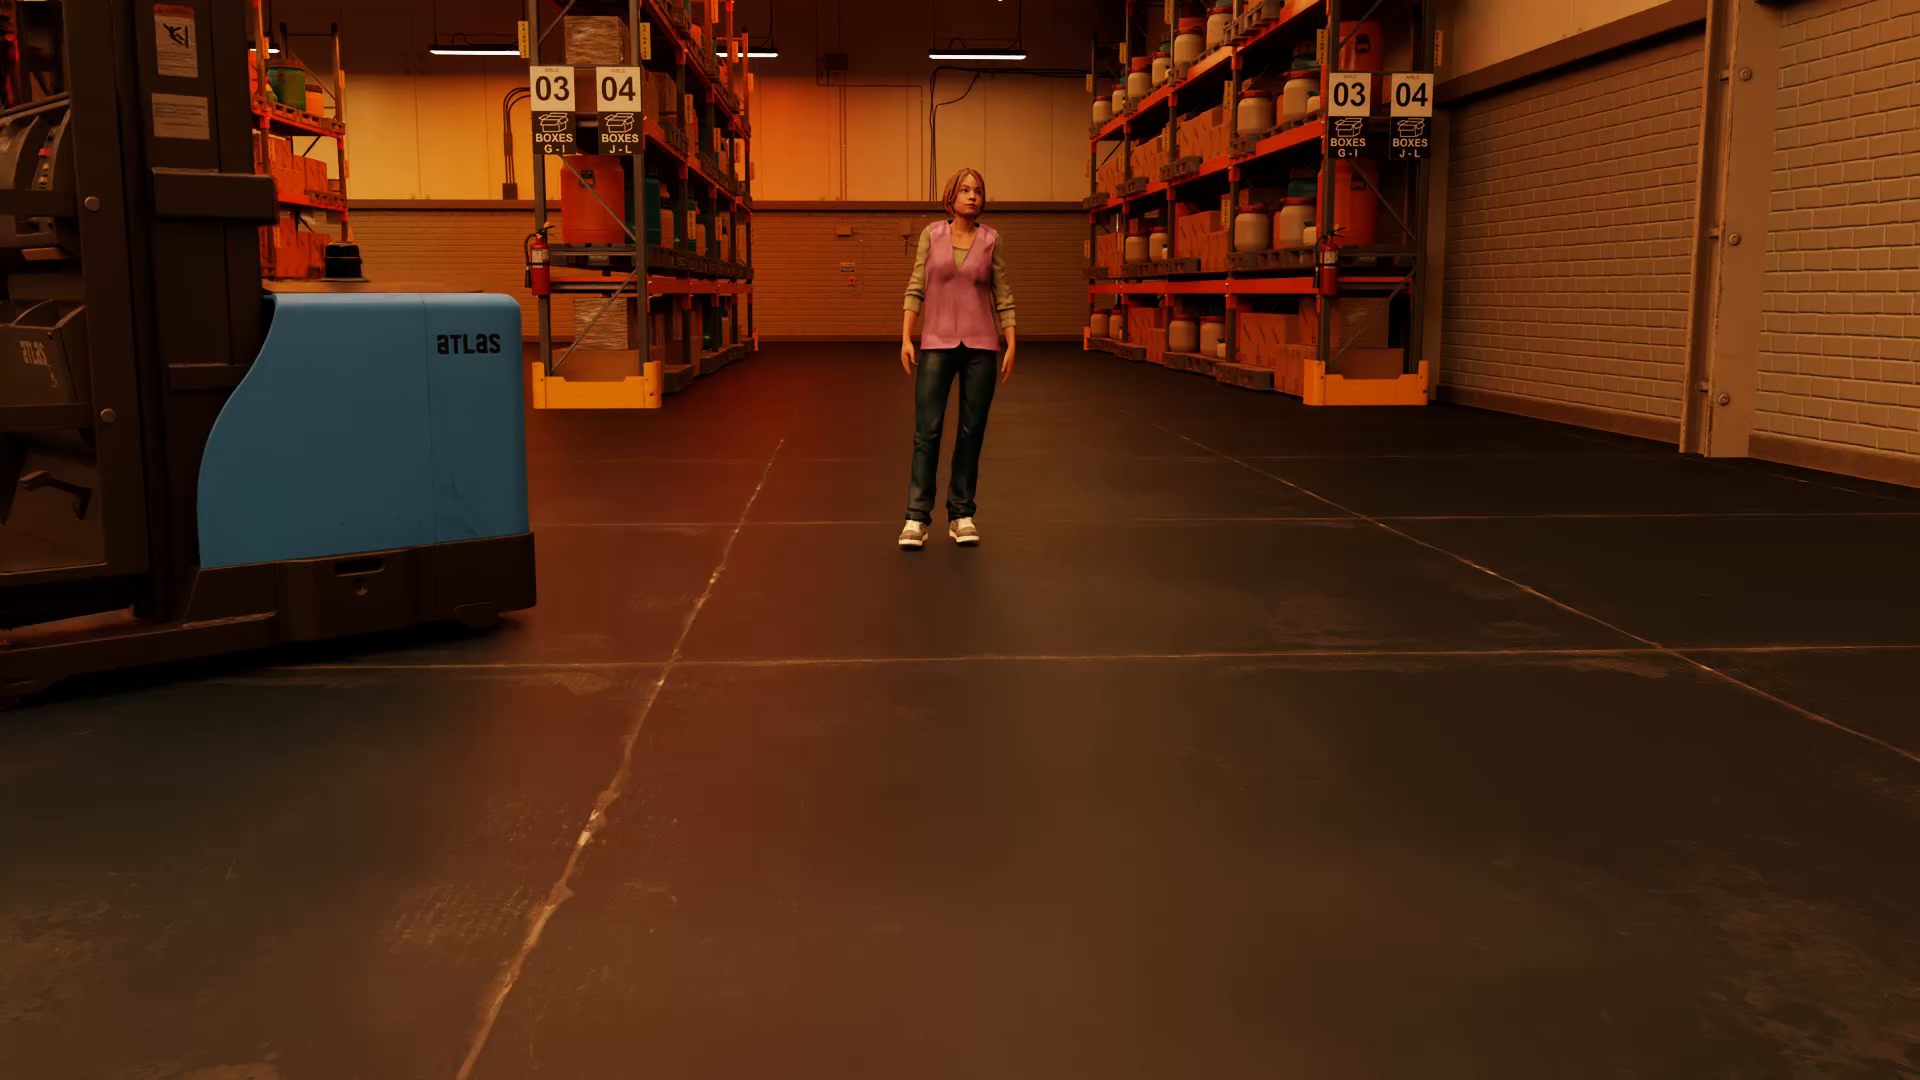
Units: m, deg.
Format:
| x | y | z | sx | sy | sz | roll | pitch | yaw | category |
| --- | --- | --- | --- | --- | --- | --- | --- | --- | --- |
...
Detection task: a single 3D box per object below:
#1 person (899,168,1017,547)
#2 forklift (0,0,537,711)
| x | y | z | sx | sy | sz | roll | pitch | yaw | category |
| --- | --- | --- | --- | --- | --- | --- | --- | --- | --- |
| -0.010 | -0.787 | 7.117 | 0.520 | 1.599 | 0.473 | -1 | 8 | -4 | person |
| -2.796 | -1.070 | 4.537 | 3.031 | 2.935 | 1.130 | -8 | 11 | -42 | forklift |
